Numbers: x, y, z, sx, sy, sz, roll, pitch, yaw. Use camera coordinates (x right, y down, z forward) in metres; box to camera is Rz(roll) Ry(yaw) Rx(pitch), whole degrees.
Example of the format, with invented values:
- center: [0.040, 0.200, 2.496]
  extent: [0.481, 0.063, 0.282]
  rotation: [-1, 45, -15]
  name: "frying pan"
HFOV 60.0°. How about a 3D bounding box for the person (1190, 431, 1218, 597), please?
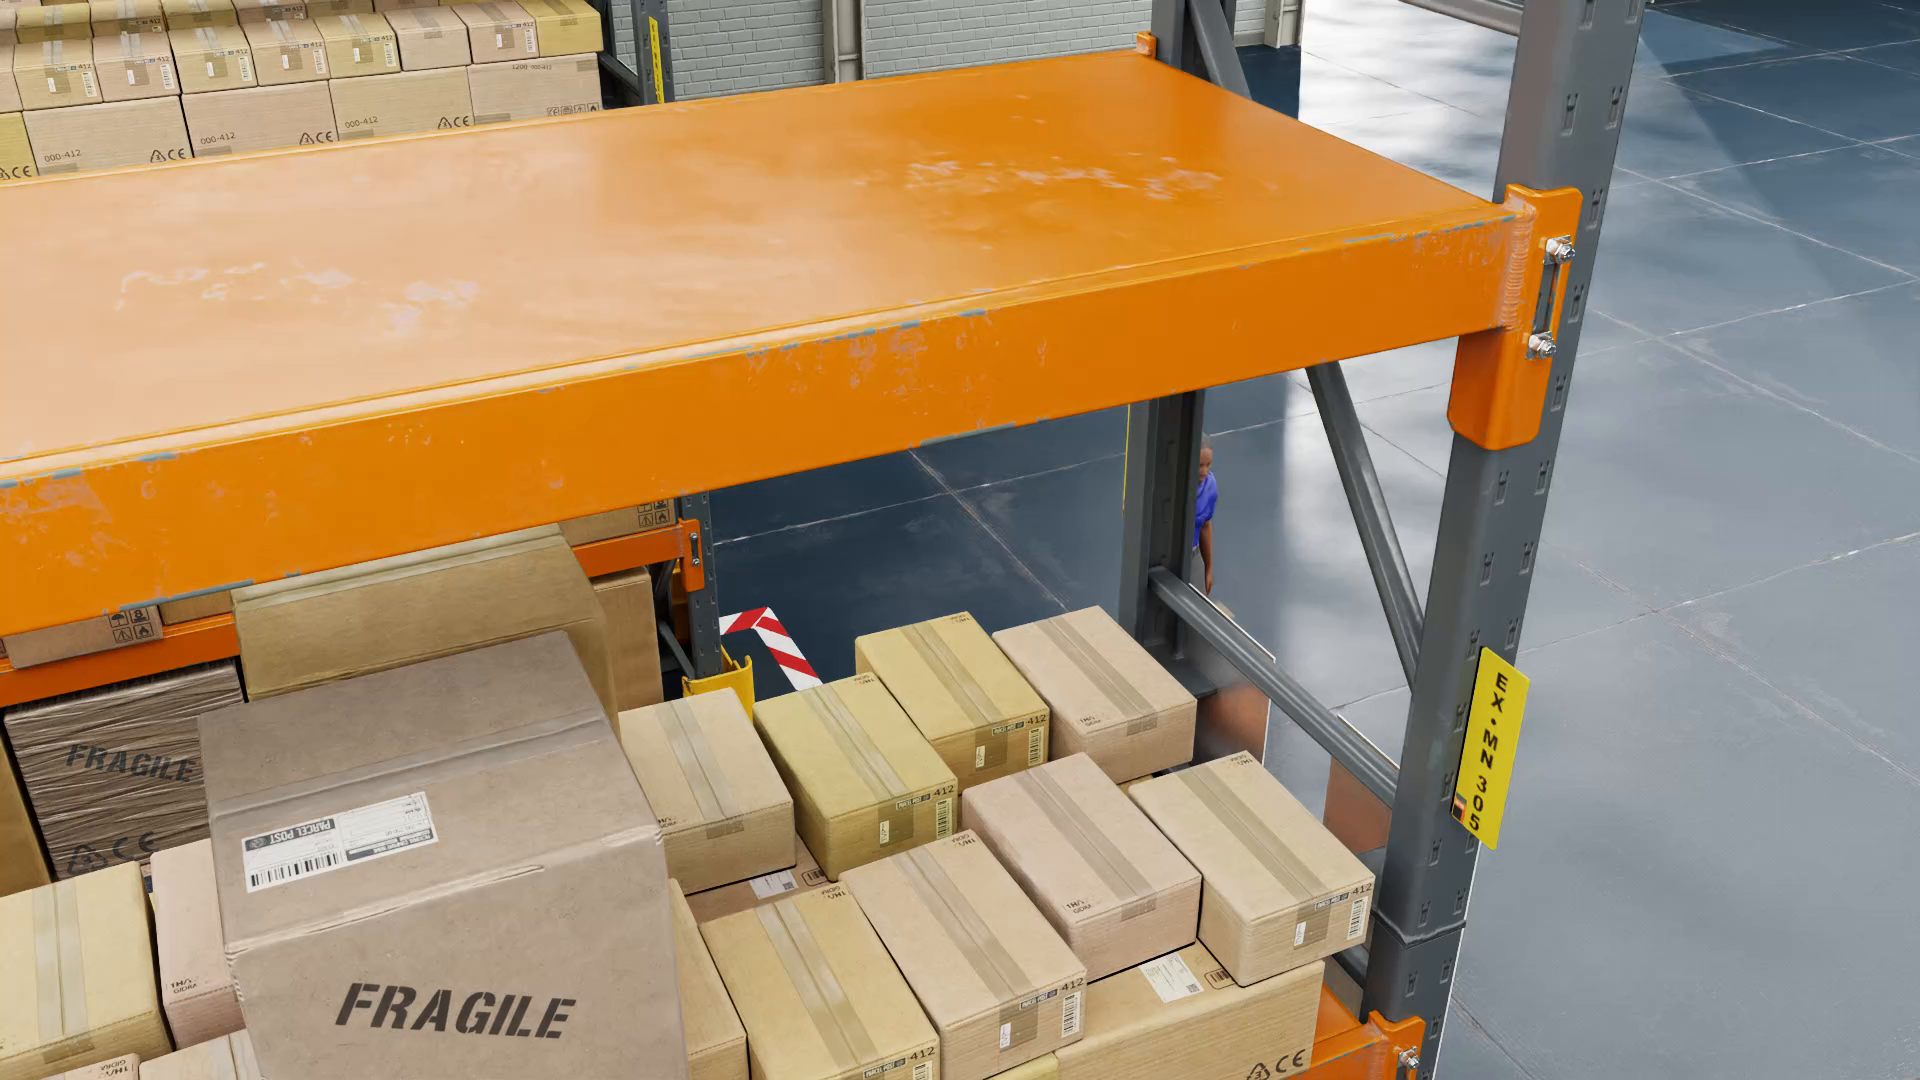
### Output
- center: [1.036, 0.206, 8.088]
  extent: [0.518, 1.653, 0.402]
  rotation: [-15, 33, -24]
  name: "person"
